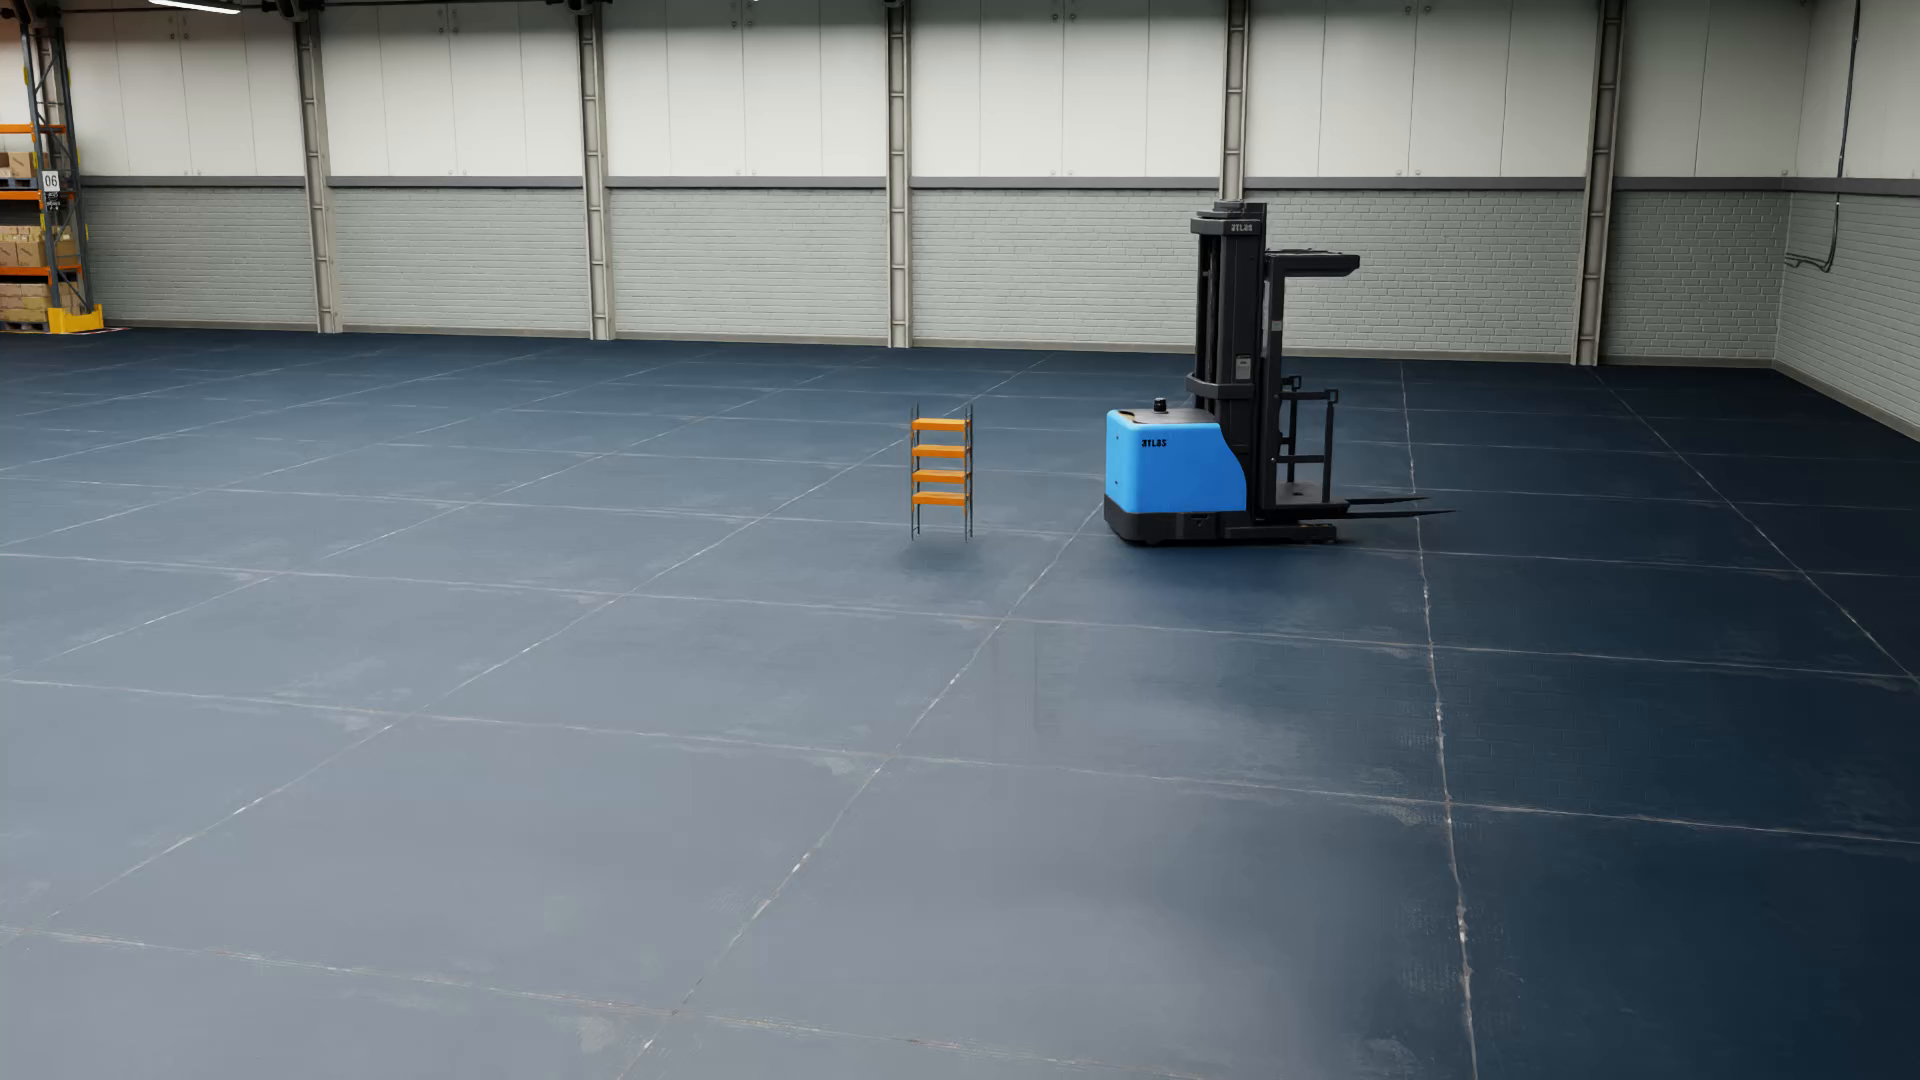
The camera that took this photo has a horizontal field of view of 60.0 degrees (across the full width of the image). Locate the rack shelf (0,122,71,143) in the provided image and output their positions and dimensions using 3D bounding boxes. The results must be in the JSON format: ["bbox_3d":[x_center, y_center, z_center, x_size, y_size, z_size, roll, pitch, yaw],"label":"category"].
[{"bbox_3d":[-20.066,-8.249,33.722,4.000,0.370,1.077,3,13,14],"label":"rack shelf"}]

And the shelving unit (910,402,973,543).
[{"bbox_3d":[-0.161,-0.594,14.643,0.503,1.200,0.258,3,13,14],"label":"shelving unit"}]

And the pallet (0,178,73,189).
[{"bbox_3d":[-18.804,-7.226,33.657,1.213,0.211,1.003,3,13,14],"label":"pallet"}]

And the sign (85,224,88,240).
[{"bbox_3d":[-17.985,-6.340,34.205,0.005,0.325,0.100,3,13,14],"label":"sign"}]

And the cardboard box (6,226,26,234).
[{"bbox_3d":[-19.029,-6.262,33.617,0.250,0.149,0.380,3,13,15],"label":"cardboard box"}]

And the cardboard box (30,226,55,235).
[{"bbox_3d":[-18.522,-6.248,33.553,0.250,0.149,0.380,3,13,14],"label":"cardboard box"}]

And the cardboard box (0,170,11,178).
[{"bbox_3d":[-19.001,-7.337,33.334,0.250,0.149,0.380,3,13,12],"label":"cardboard box"}]

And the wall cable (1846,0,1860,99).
[{"bbox_3d":[12.438,-7.310,22.415,0.112,2.526,3.097,3,13,14],"label":"wall cable"}]

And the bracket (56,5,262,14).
[{"bbox_3d":[-15.748,-10.444,32.720,4.783,0.066,0.076,3,13,14],"label":"bracket"}]

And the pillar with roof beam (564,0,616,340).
[{"bbox_3d":[-7.965,-7.389,27.262,0.548,9.000,9.100,3,13,14],"label":"pillar with roof beam"}]

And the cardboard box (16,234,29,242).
[{"bbox_3d":[-18.783,-6.094,33.548,0.250,0.149,0.380,3,13,14],"label":"cardboard box"}]

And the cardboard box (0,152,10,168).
[{"bbox_3d":[-19.582,-7.576,33.597,0.500,0.500,0.700,3,13,14],"label":"cardboard box"}]

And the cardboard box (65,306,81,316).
[{"bbox_3d":[-18.554,-4.692,34.335,0.500,0.250,0.500,3,13,14],"label":"cardboard box"}]

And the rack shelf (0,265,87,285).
[{"bbox_3d":[-20.066,-5.515,34.328,4.000,0.370,1.077,3,13,14],"label":"rack shelf"}]

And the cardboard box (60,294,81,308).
[{"bbox_3d":[-18.530,-4.937,34.287,0.500,0.250,0.500,3,13,15],"label":"cardboard box"}]

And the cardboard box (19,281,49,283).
[{"bbox_3d":[-19.031,-5.203,34.332,0.500,0.250,0.500,3,13,14],"label":"cardboard box"}]

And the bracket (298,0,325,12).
[{"bbox_3d":[-12.441,-10.267,31.923,0.430,0.232,0.235,3,13,14],"label":"bracket"}]

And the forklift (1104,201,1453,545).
[{"bbox_3d":[2.876,-1.506,14.756,3.031,2.935,1.130,-2,13,-7],"label":"forklift"}]

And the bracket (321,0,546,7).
[{"bbox_3d":[-9.923,-10.132,31.316,4.783,0.066,0.076,3,13,14],"label":"bracket"}]

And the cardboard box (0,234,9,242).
[{"bbox_3d":[-19.258,-6.136,33.736,0.250,0.149,0.380,3,13,13],"label":"cardboard box"}]

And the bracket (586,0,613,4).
[{"bbox_3d":[-6.615,-9.955,30.519,0.430,0.232,0.235,3,13,14],"label":"bracket"}]

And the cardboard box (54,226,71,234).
[{"bbox_3d":[-18.399,-6.336,33.950,0.250,0.149,0.380,3,13,12],"label":"cardboard box"}]

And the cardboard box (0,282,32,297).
[{"bbox_3d":[-19.143,-5.097,33.852,0.500,0.250,0.500,3,13,15],"label":"cardboard box"}]

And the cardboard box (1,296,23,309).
[{"bbox_3d":[-19.156,-4.857,33.926,0.500,0.250,0.500,3,13,13],"label":"cardboard box"}]

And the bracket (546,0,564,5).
[{"bbox_3d":[-7.421,-9.999,30.713,0.430,0.232,0.235,3,13,14],"label":"bracket"}]

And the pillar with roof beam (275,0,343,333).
[{"bbox_3d":[-13.790,-7.700,28.666,0.548,9.000,9.100,3,13,14],"label":"pillar with roof beam"}]

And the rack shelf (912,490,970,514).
[{"bbox_3d":[-0.161,-0.335,14.700,0.480,0.148,0.258,3,13,14],"label":"rack shelf"}]

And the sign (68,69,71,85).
[{"bbox_3d":[-17.985,-9.341,33.539,0.005,0.325,0.100,3,13,14],"label":"sign"}]

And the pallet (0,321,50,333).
[{"bbox_3d":[-18.876,-4.432,34.223,1.213,0.211,1.003,3,13,14],"label":"pallet"}]

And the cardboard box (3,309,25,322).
[{"bbox_3d":[-19.136,-4.611,33.970,0.500,0.250,0.500,3,13,14],"label":"cardboard box"}]

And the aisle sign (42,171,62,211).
[{"bbox_3d":[-18.130,-6.967,33.207,0.004,0.787,0.394,3,13,14],"label":"aisle sign"}]

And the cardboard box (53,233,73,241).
[{"bbox_3d":[-18.391,-6.200,34.026,0.250,0.149,0.380,3,13,12],"label":"cardboard box"}]

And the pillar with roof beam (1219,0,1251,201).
[{"bbox_3d":[3.686,-6.766,24.455,0.548,9.000,9.100,3,13,14],"label":"pillar with roof beam"}]

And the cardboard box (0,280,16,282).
[{"bbox_3d":[-20.010,-5.260,34.585,0.500,0.250,0.500,3,13,12],"label":"cardboard box"}]

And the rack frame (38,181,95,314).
[{"bbox_3d":[-18.124,-5.763,33.782,0.127,3.000,1.000,3,13,14],"label":"rack frame"}]

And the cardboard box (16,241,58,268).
[{"bbox_3d":[-18.664,-5.782,33.638,0.500,0.500,0.500,3,13,12],"label":"cardboard box"}]

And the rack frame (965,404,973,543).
[{"bbox_3d":[0.076,-0.582,14.585,0.015,1.200,0.240,3,13,14],"label":"rack frame"}]

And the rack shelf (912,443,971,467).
[{"bbox_3d":[-0.161,-0.747,14.609,0.480,0.148,0.258,3,13,14],"label":"rack shelf"}]

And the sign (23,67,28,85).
[{"bbox_3d":[-18.268,-9.073,32.512,0.005,0.325,0.100,3,13,14],"label":"sign"}]
